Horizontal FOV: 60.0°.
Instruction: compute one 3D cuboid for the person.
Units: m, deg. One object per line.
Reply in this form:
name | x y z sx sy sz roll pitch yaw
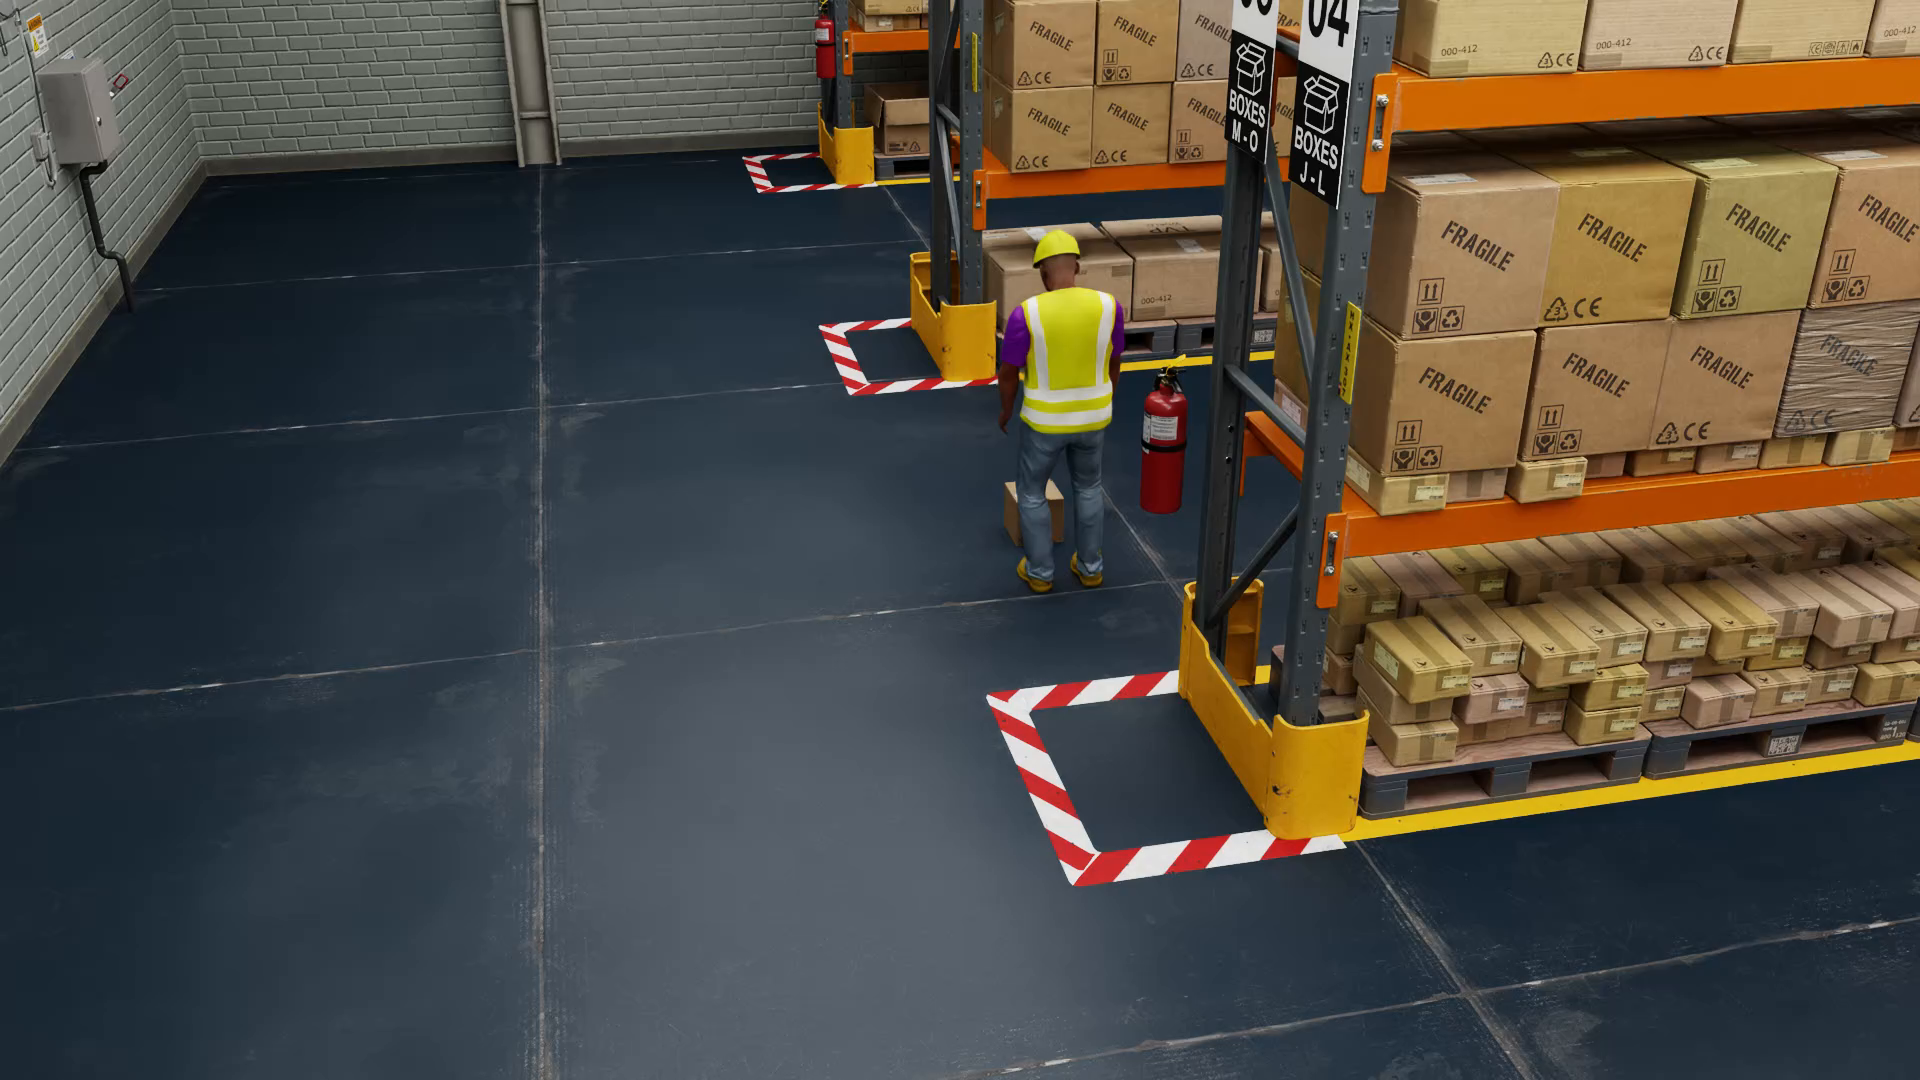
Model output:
person | 0.462 -0.588 7.812 0.588 1.725 0.437 -5 27 -10
